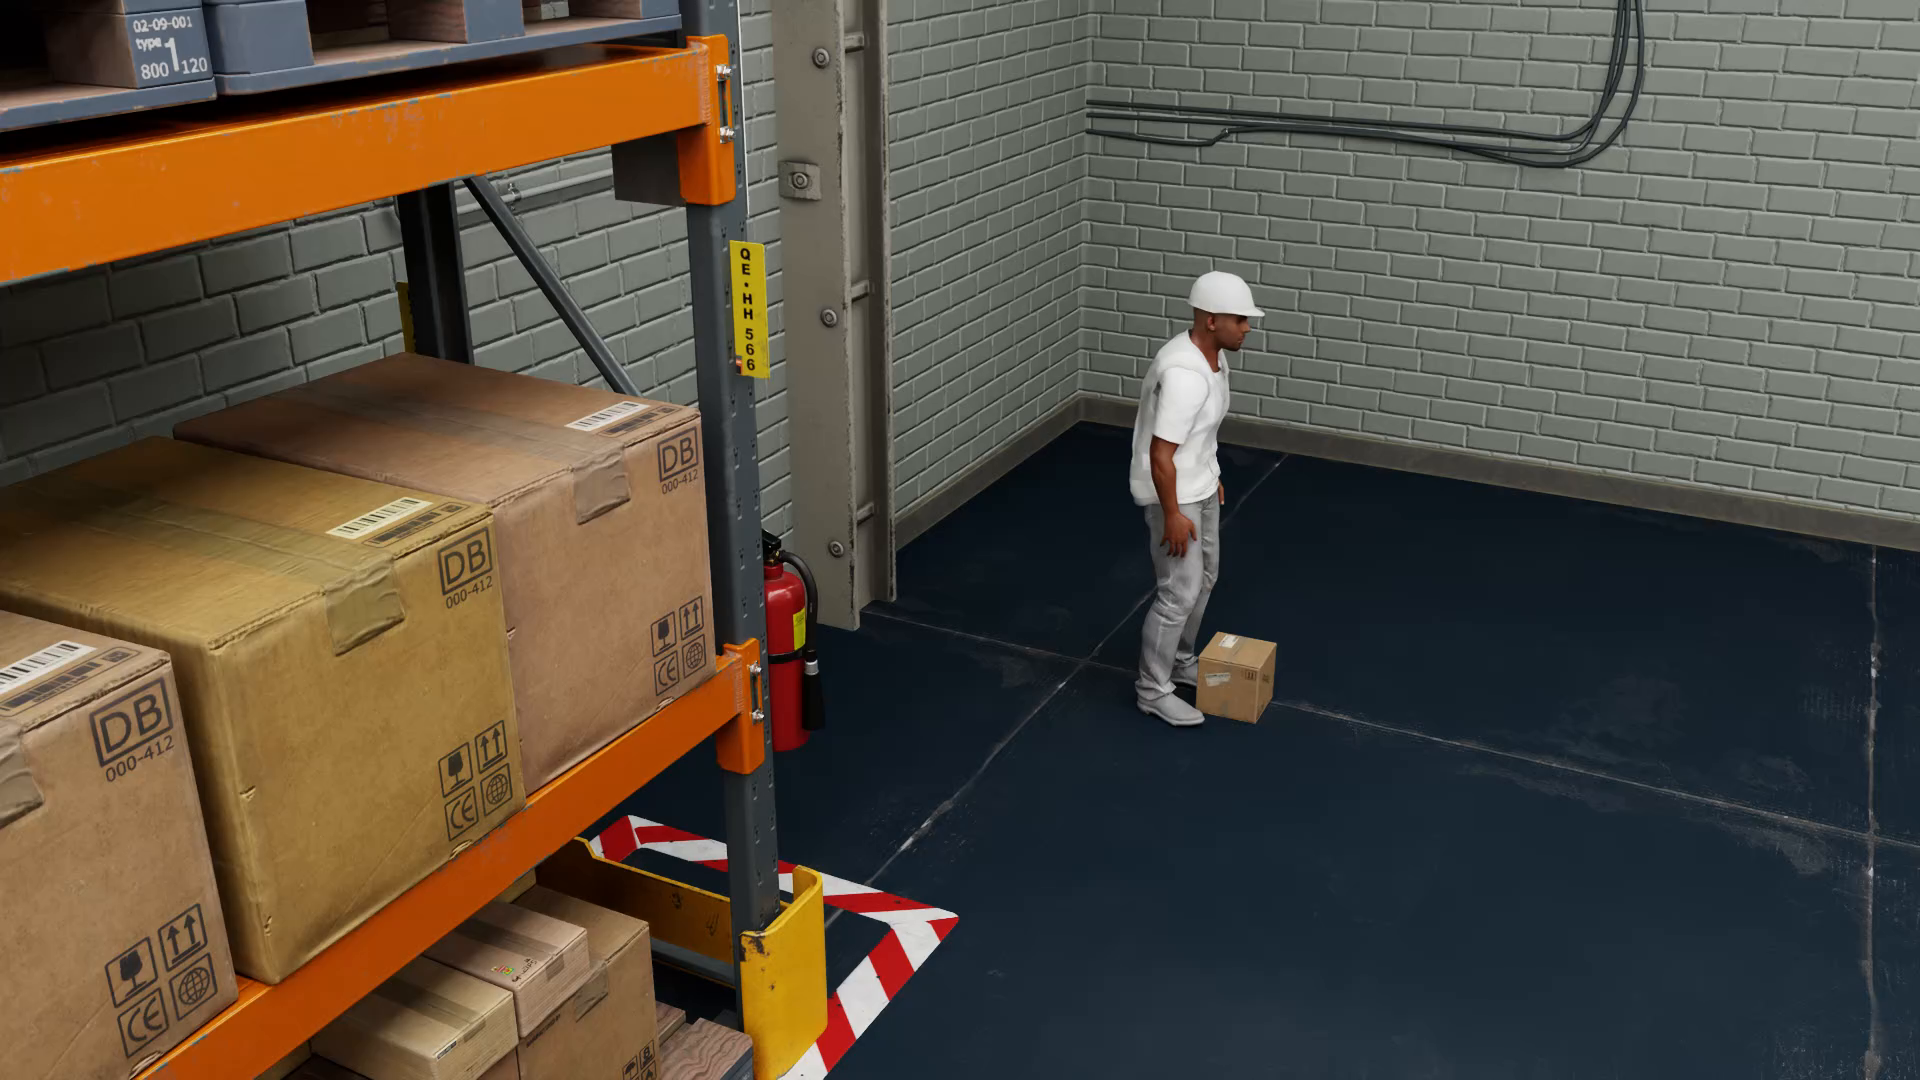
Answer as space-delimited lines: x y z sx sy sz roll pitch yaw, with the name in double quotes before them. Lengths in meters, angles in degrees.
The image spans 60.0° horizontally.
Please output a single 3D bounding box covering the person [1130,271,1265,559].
"person" 0.905 -0.504 6.375 0.462 1.062 0.632 9 24 21
